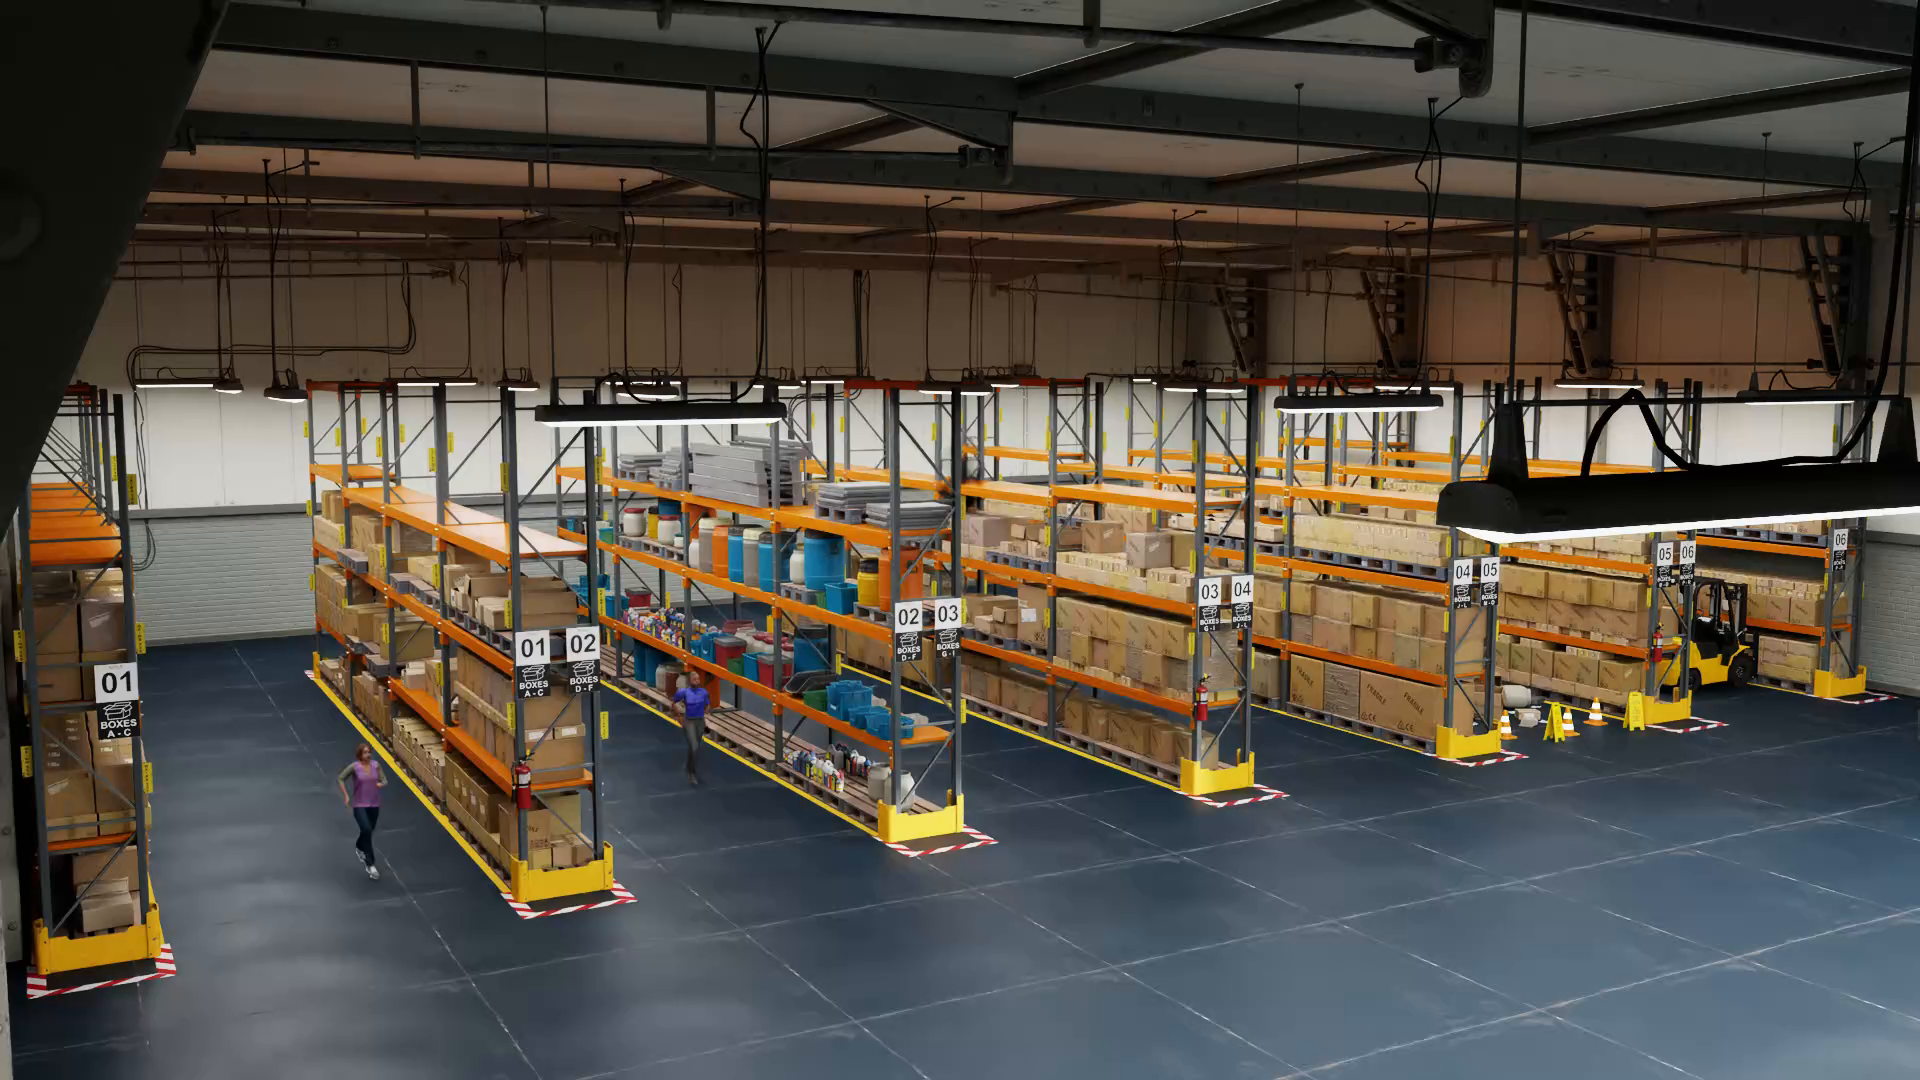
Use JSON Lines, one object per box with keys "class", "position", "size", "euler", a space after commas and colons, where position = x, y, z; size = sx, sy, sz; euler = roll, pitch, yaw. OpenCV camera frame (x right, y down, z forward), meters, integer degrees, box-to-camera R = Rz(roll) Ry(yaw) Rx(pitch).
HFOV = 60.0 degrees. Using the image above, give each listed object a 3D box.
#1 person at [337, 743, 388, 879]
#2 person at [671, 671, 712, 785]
{"class": "person", "position": [-7.400, 3.324, 20.689], "size": [0.797, 1.627, 0.519], "euler": [6, 9, 44]}
{"class": "person", "position": [-4.036, 2.843, 25.219], "size": [0.555, 1.716, 0.755], "euler": [-4, 7, -34]}
